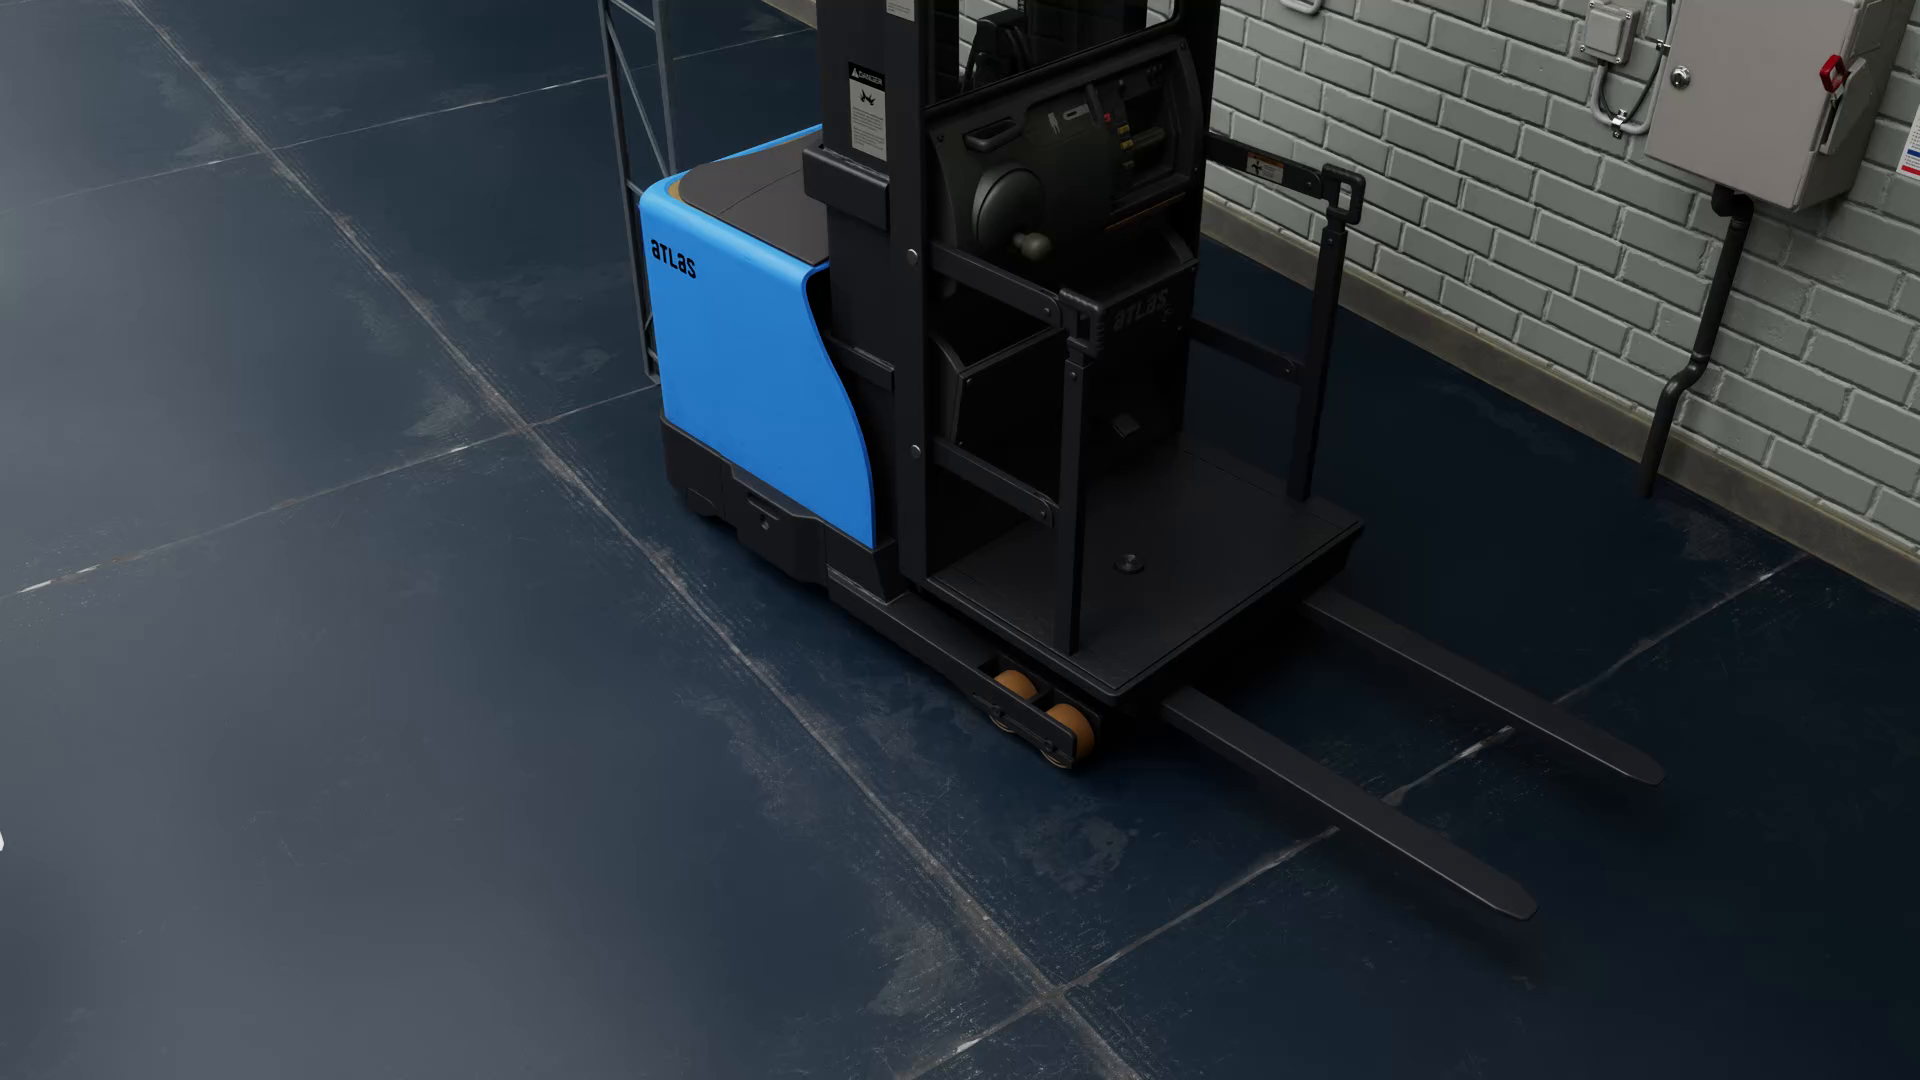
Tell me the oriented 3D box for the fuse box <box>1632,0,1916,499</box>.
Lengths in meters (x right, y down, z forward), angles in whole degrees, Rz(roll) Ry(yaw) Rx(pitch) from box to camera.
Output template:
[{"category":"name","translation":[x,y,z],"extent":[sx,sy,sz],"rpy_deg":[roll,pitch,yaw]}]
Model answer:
[{"category":"fuse box","translation":[2.230,-0.823,4.928],"extent":[0.414,1.711,0.539],"rpy_deg":[-22,41,-28]}]

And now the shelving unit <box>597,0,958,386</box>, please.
[{"category":"shelving unit","translation":[-0.582,-1.264,5.722],"extent":[1.048,1.500,0.538],"rpy_deg":[-21,40,-26]}]

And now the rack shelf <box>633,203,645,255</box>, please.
[{"category":"rack shelf","translation":[-0.581,-1.118,5.827],"extent":[1.000,0.185,0.538],"rpy_deg":[-21,40,-26]}]

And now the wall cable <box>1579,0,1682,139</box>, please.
[{"category":"wall cable","translation":[1.966,-2.137,4.782],"extent":[0.122,1.984,0.588],"rpy_deg":[-22,41,-28]}]

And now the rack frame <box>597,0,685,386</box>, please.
[{"category":"rack frame","translation":[-1.009,-1.103,5.499],"extent":[0.032,1.500,0.500],"rpy_deg":[-21,40,-26]}]

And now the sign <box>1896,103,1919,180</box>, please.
[{"category":"sign","translation":[2.684,-1.141,4.349],"extent":[0.001,0.494,0.329],"rpy_deg":[-22,41,-28]}]

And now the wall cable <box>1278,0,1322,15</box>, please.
[{"category":"wall cable","translation":[1.139,-2.823,5.708],"extent":[0.123,1.953,0.585],"rpy_deg":[-22,41,-28]}]

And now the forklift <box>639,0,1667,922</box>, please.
[{"category":"forklift","translation":[0.436,-0.930,4.033],"extent":[1.130,2.935,3.031],"rpy_deg":[-30,45,-35]}]
